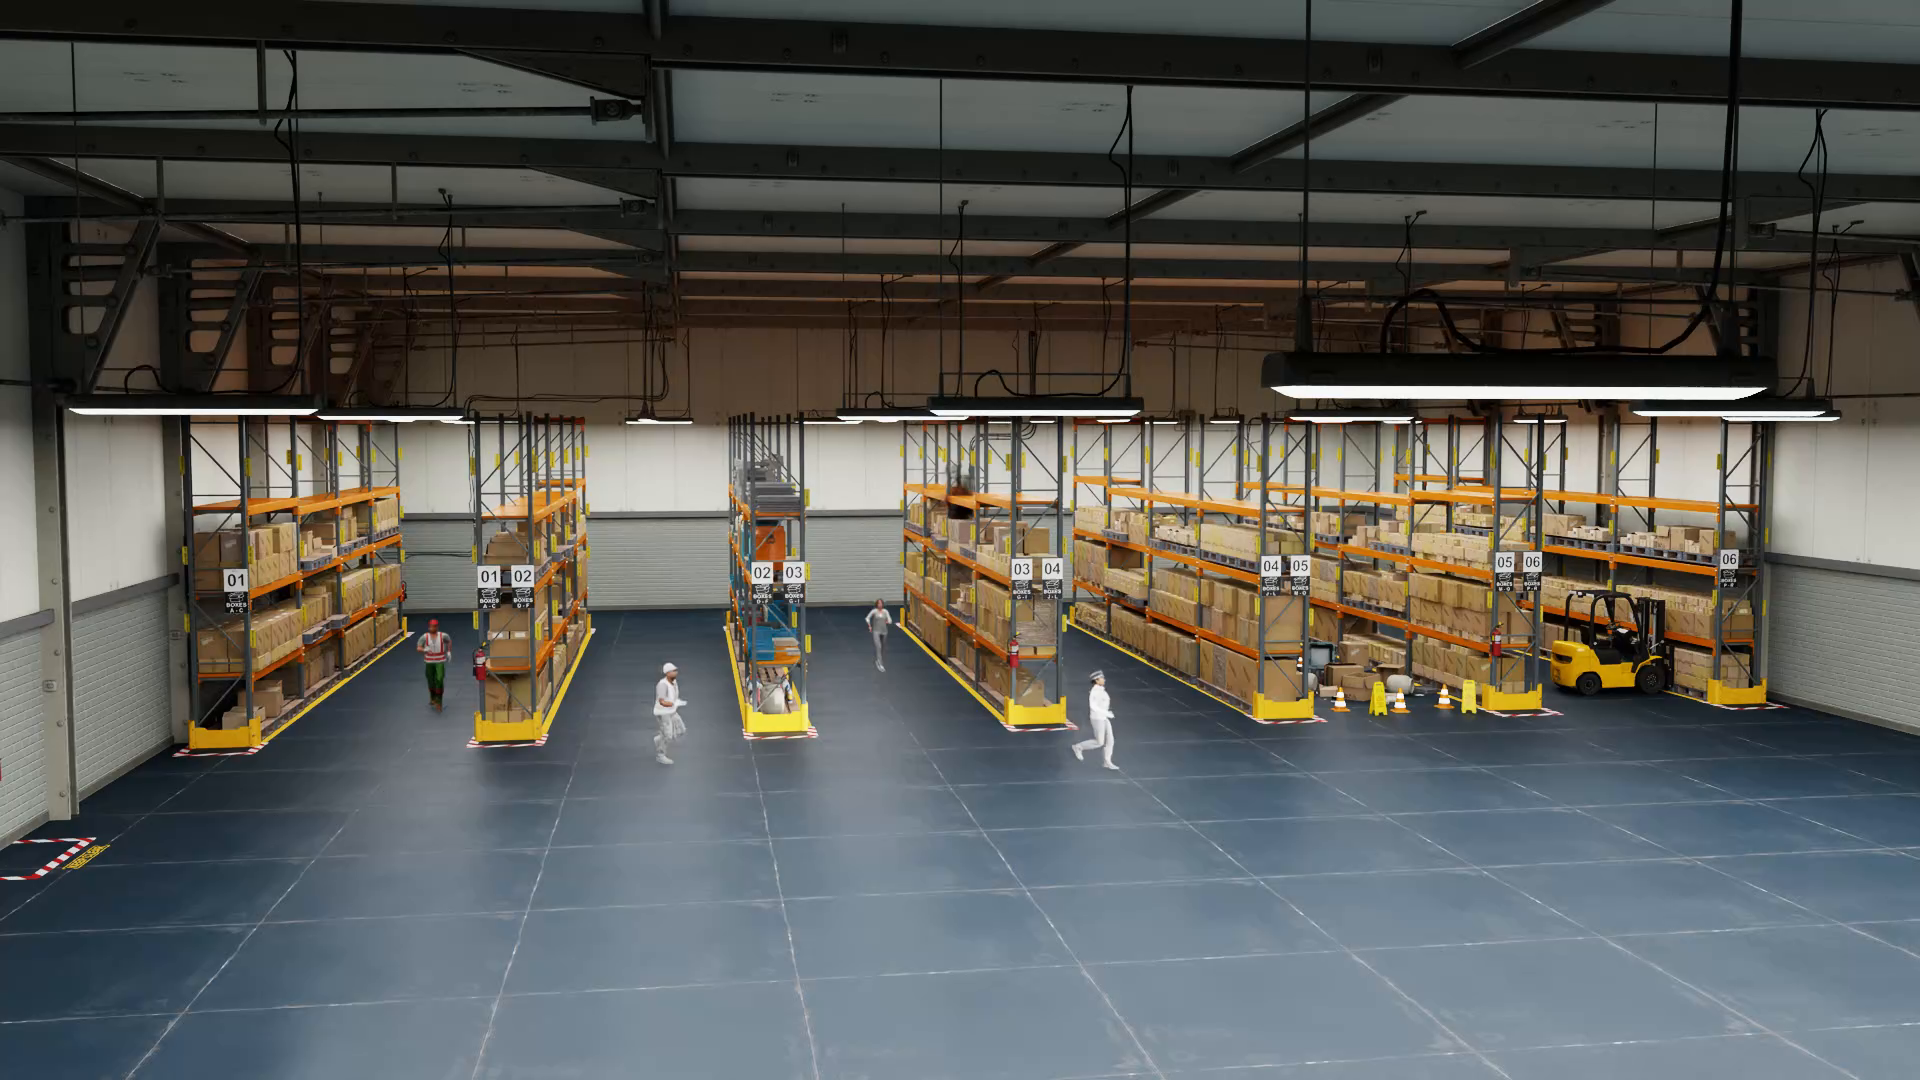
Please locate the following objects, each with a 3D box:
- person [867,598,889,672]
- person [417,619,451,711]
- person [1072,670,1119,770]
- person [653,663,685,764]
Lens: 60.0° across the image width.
[{"bbox_3d":[-1.803,2.104,36.999,0.478,1.614,0.830,-1,4,-20],"label":"person"},{"bbox_3d":[-10.685,2.529,33.781,0.649,1.860,0.819,-1,4,-12],"label":"person"},{"bbox_3d":[2.289,3.001,27.837,0.795,1.682,0.627,1,4,18],"label":"person"},{"bbox_3d":[-4.915,2.941,28.251,0.649,1.725,0.732,1,4,12],"label":"person"}]
